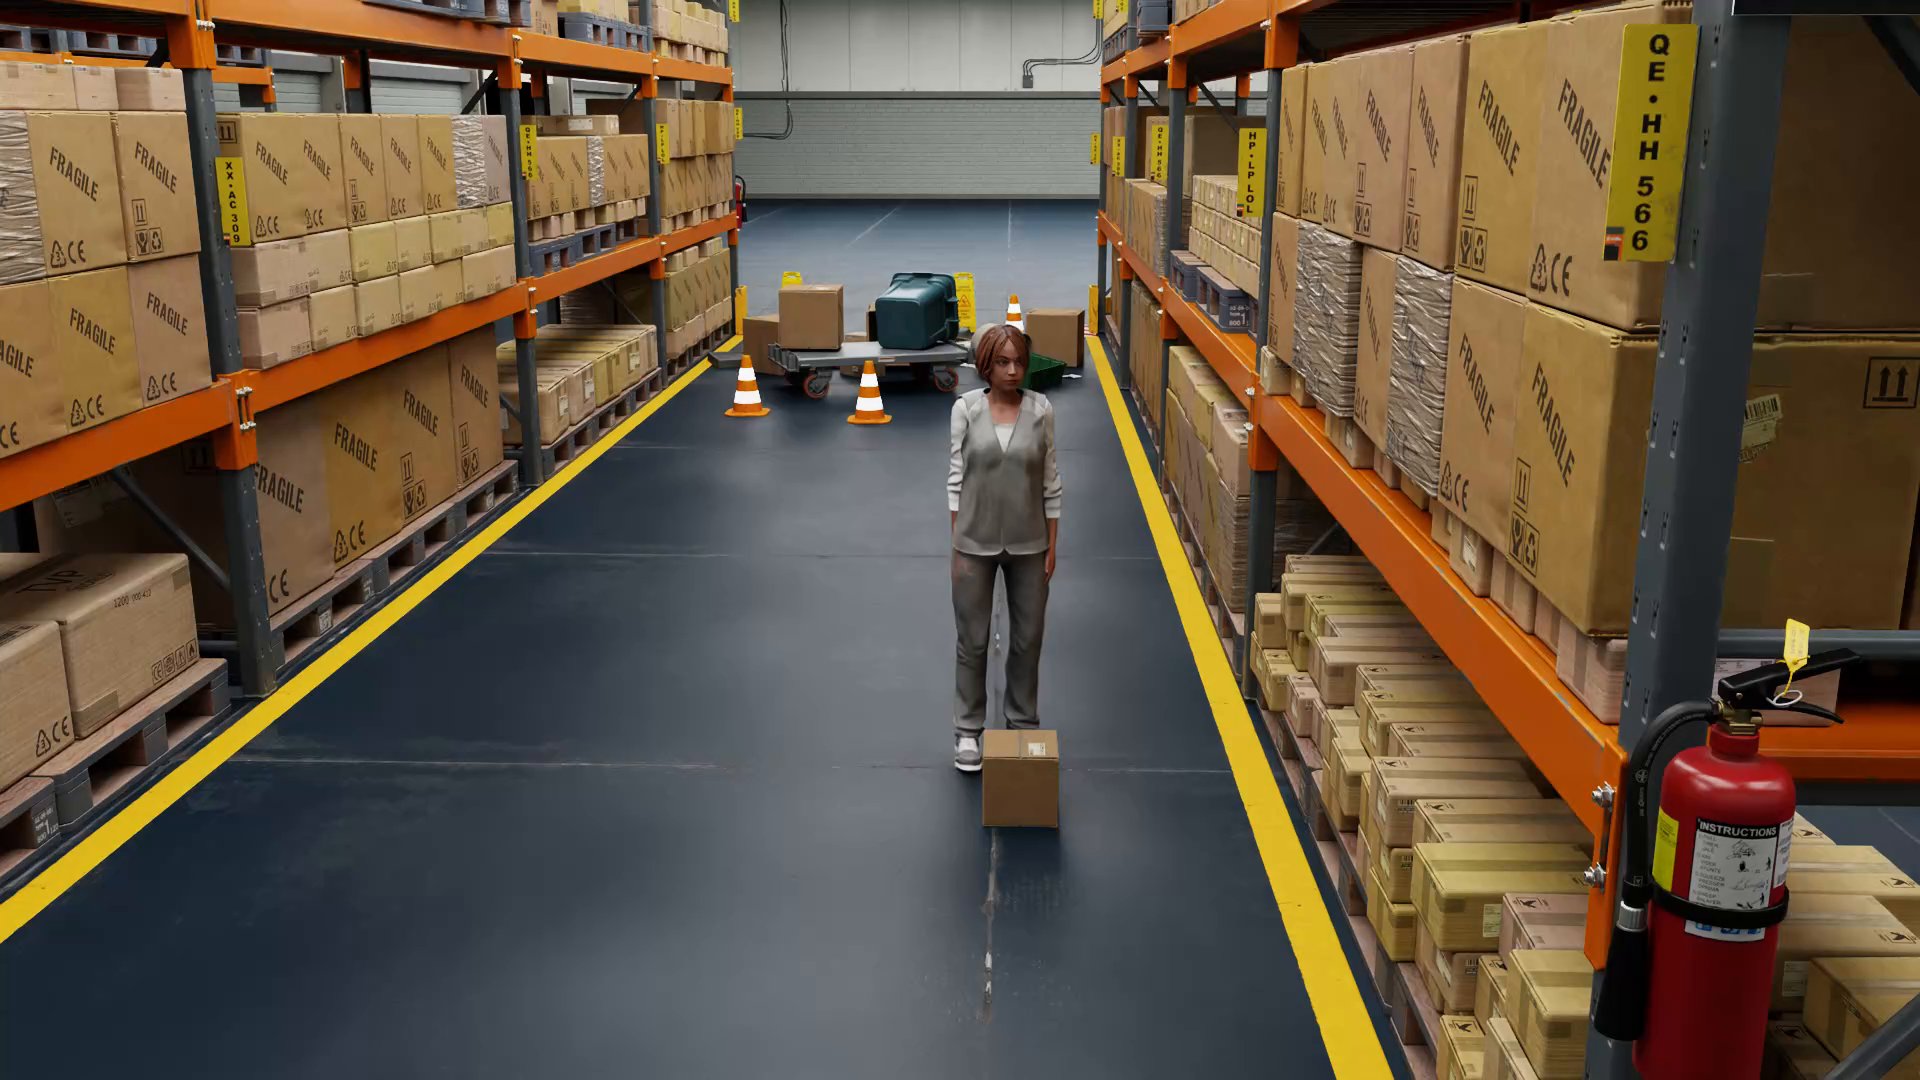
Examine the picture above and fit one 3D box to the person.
[{"bbox_3d":[0.158,0.035,5.887,0.404,1.598,0.313,-1,14,-5],"label":"person"}]
